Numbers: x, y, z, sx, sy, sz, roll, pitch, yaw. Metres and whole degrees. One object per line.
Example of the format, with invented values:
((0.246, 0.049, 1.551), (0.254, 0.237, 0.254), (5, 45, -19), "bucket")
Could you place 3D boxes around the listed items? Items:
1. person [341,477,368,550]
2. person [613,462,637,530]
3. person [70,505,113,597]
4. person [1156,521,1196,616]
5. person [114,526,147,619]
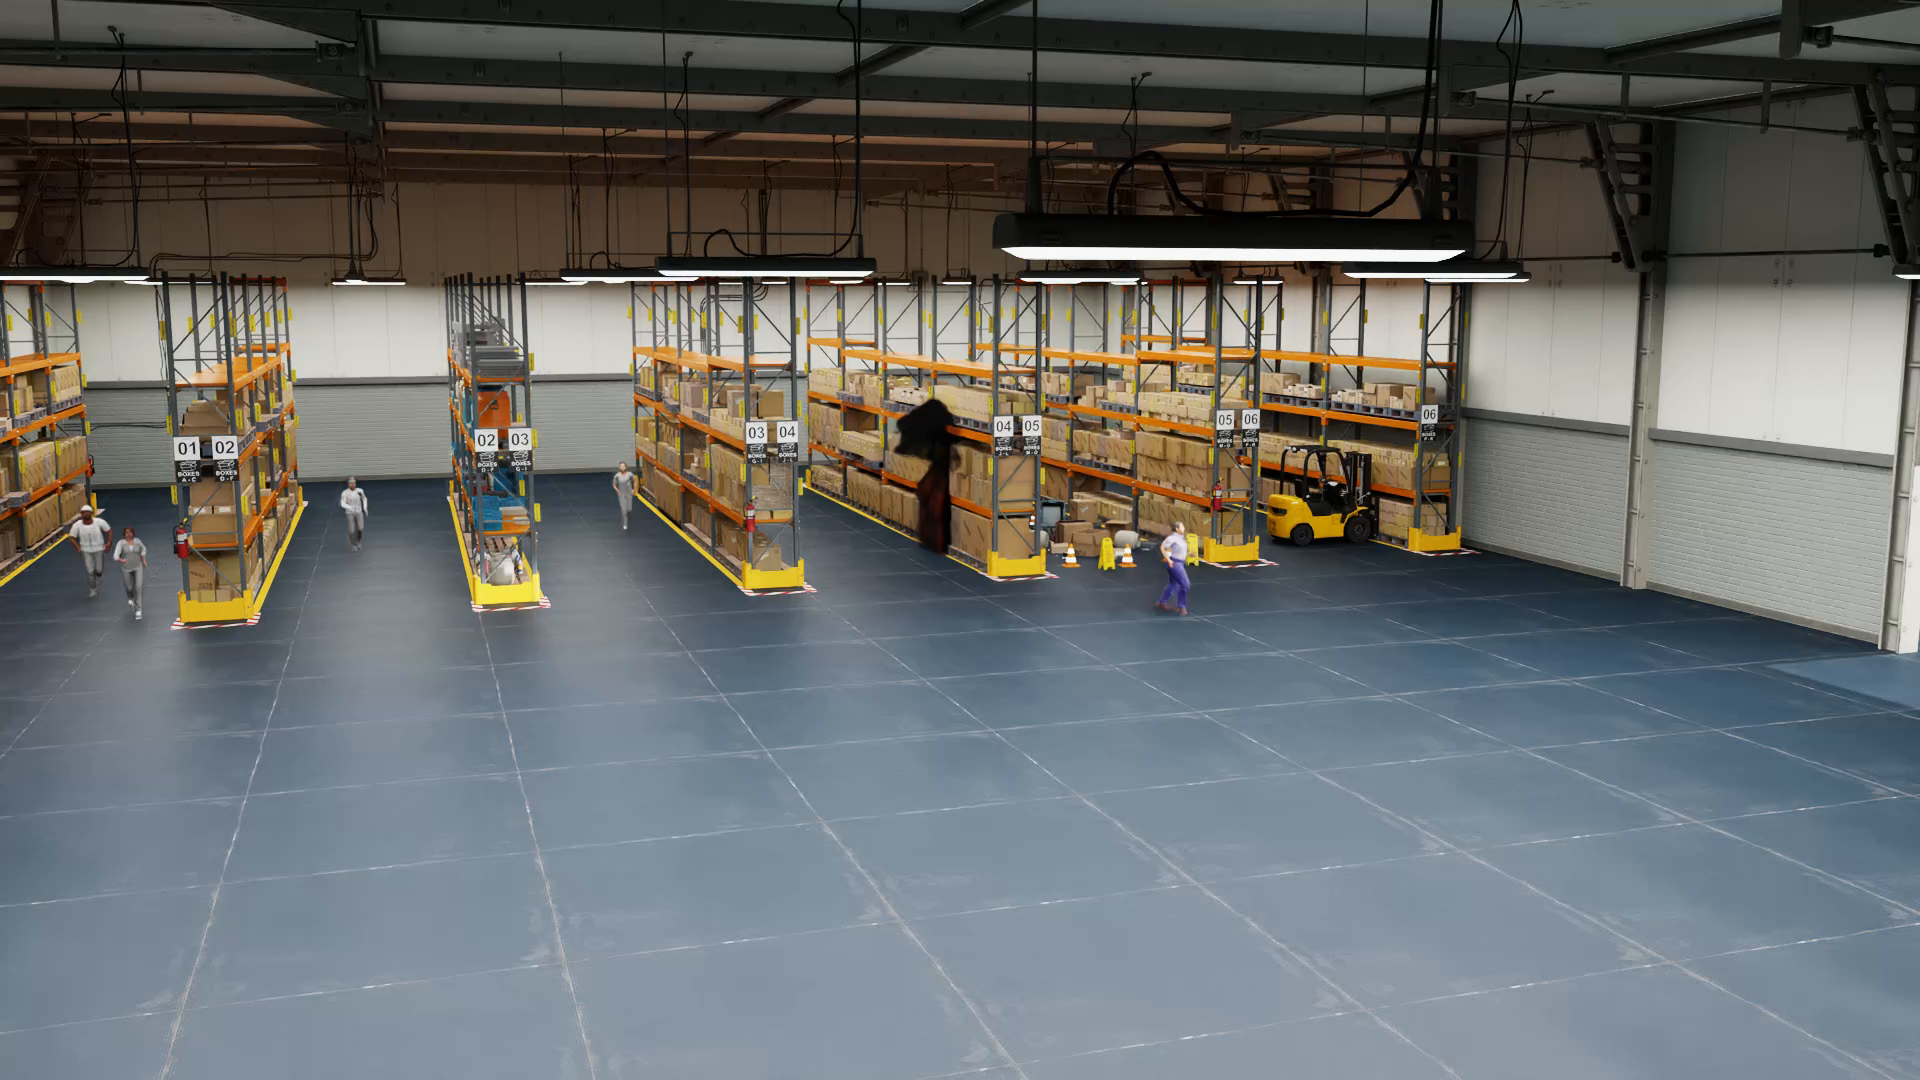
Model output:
((-13.216, -0.574, 36.333), (0.585, 1.649, 0.690), (-5, 10, -28), "person")
((-8.009, -1.067, 39.772), (0.579, 1.633, 0.638), (-2, 9, -12), "person")
((-16.246, 0.195, 31.123), (0.713, 1.730, 0.661), (-4, 9, -24), "person")
((3.809, 0.554, 29.409), (0.718, 1.627, 0.613), (3, 9, 19), "person")
((-14.528, 0.539, 29.161), (0.540, 1.601, 0.889), (-5, 10, -31), "person")
